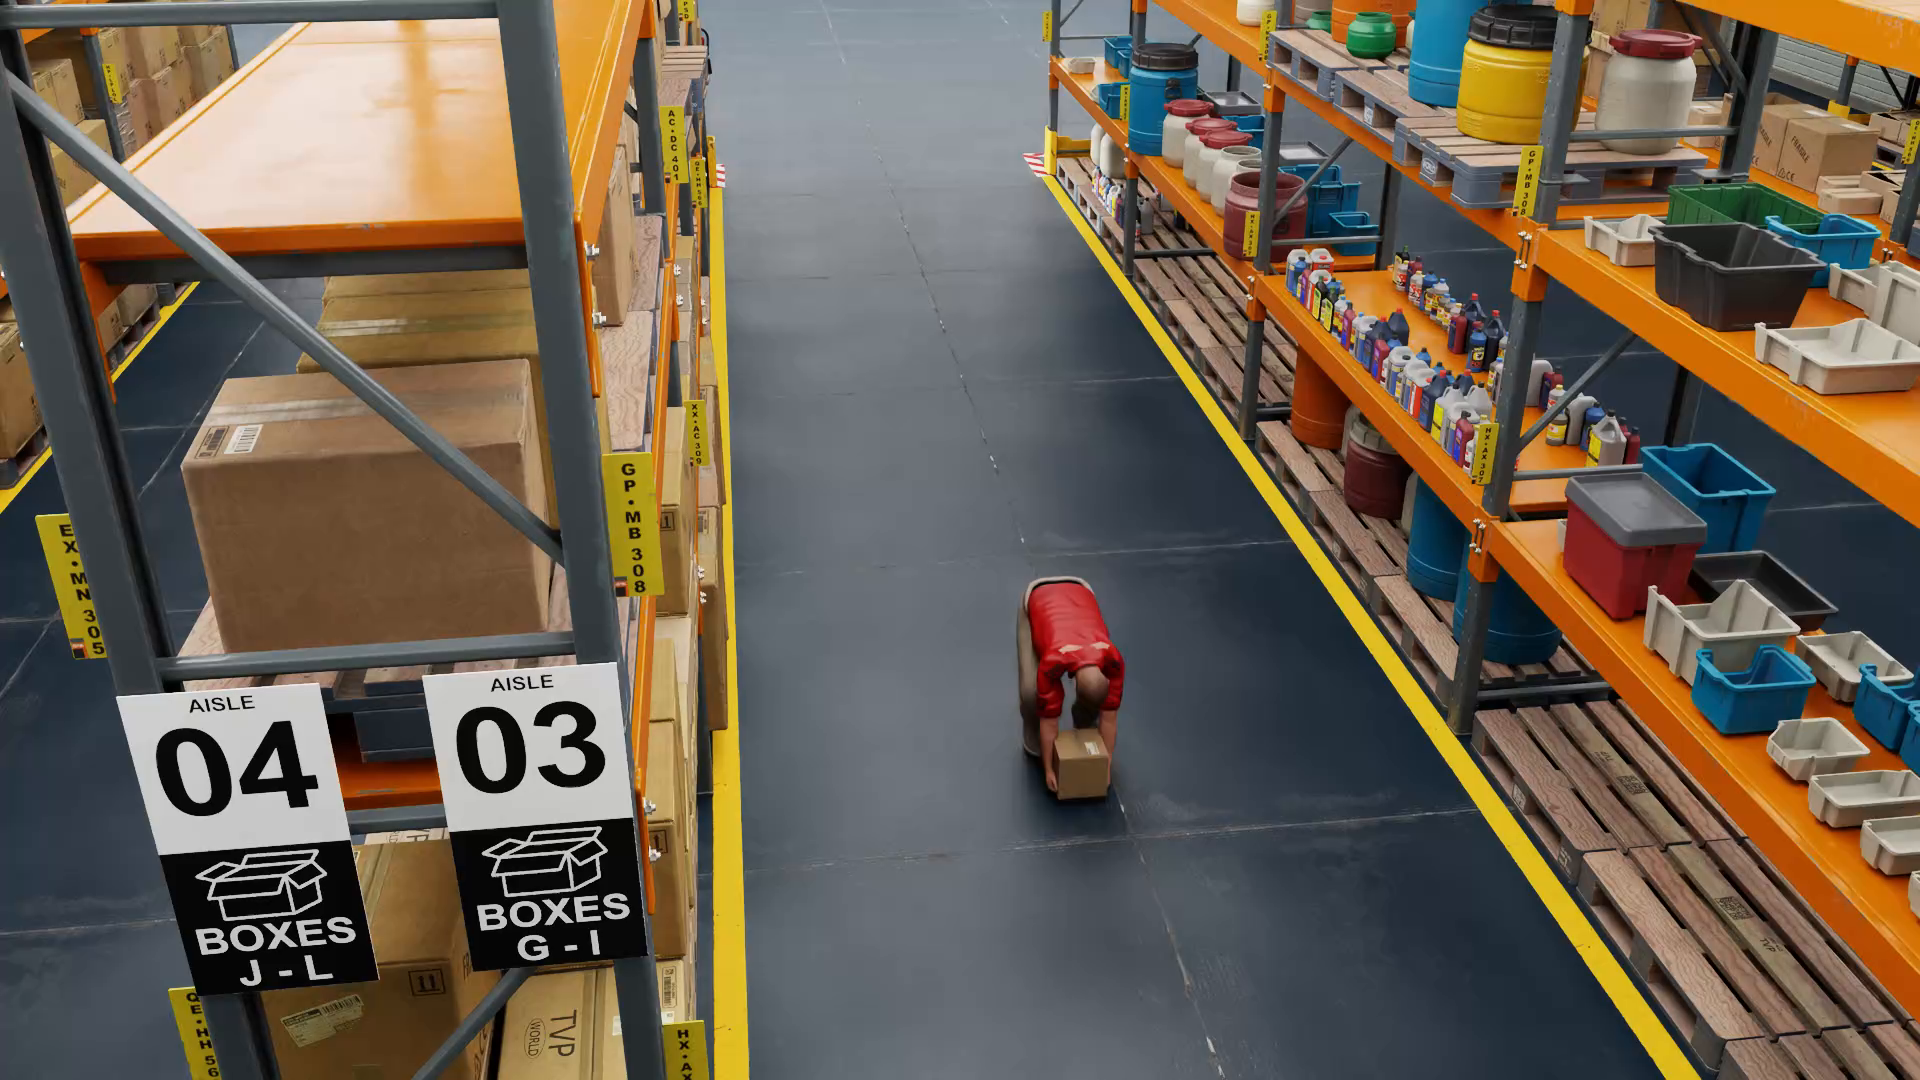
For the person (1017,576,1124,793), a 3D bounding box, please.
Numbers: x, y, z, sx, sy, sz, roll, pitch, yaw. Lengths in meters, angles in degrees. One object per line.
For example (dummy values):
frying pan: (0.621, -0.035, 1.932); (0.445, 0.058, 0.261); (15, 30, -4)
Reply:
person: (0.576, 0.742, 8.553); (0.540, 0.922, 0.956); (-5, 27, -10)
